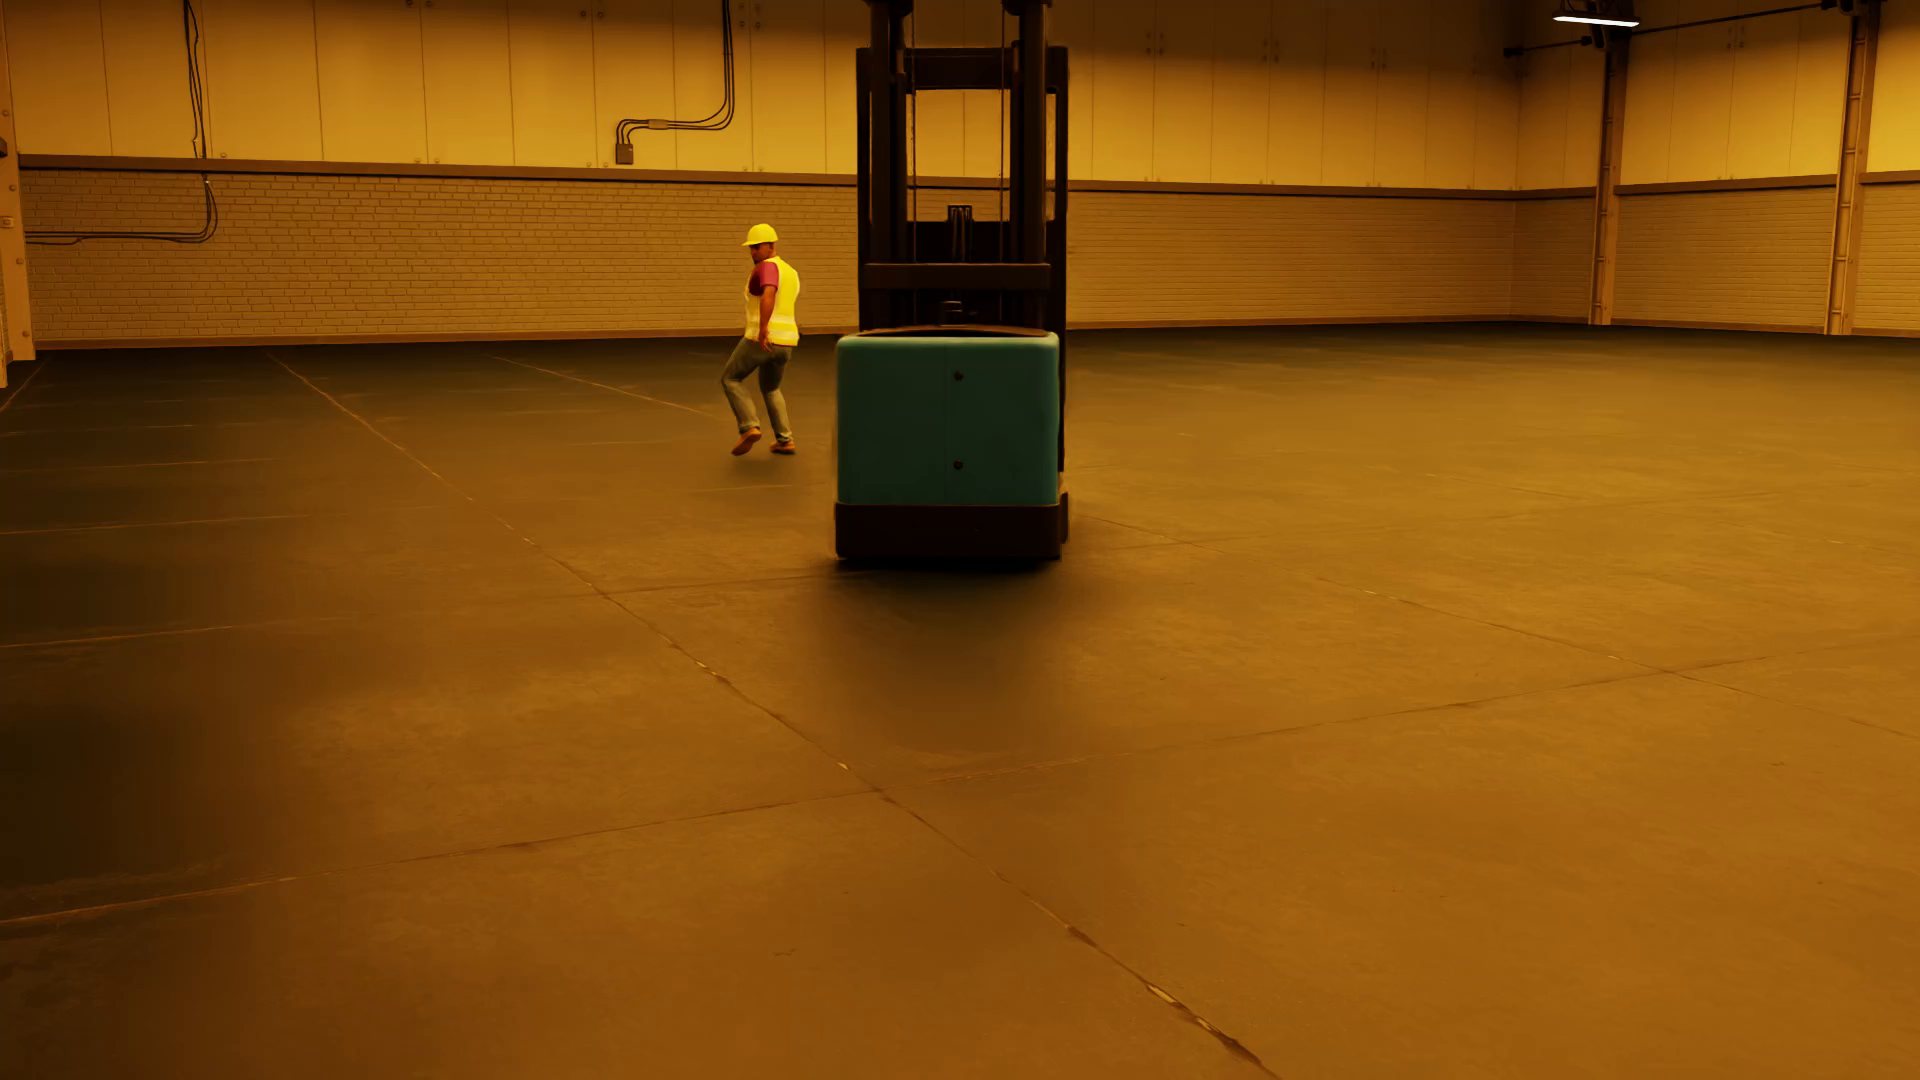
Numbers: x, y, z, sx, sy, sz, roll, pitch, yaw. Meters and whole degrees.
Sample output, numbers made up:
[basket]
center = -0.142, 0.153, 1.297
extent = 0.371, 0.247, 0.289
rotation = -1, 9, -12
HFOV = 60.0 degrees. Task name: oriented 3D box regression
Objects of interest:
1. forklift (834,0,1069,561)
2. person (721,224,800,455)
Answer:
[forklift]
center = 0.028, -1.547, 8.921
extent = 1.130, 2.935, 3.031
rotation = 1, 10, 4
[person]
center = -1.433, -1.468, 12.303
extent = 0.753, 1.714, 0.753
rotation = 7, 12, 37
